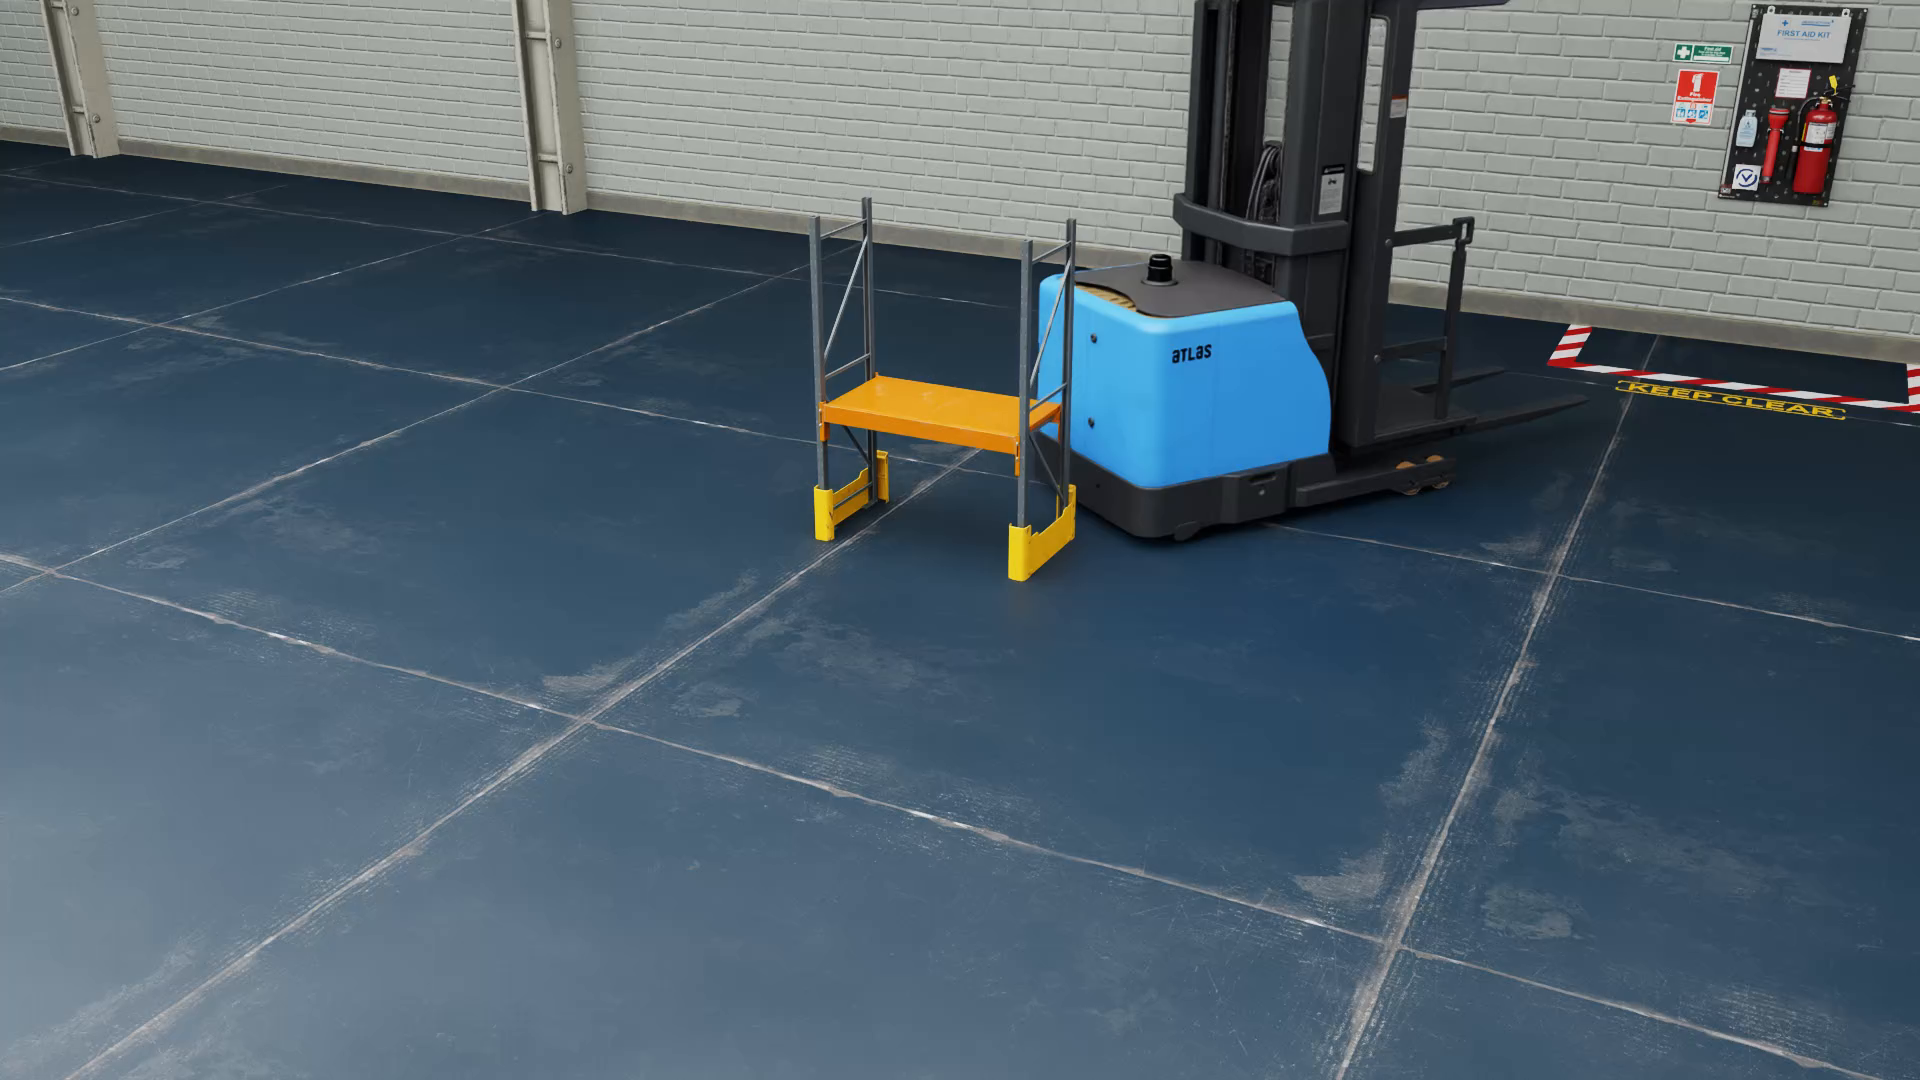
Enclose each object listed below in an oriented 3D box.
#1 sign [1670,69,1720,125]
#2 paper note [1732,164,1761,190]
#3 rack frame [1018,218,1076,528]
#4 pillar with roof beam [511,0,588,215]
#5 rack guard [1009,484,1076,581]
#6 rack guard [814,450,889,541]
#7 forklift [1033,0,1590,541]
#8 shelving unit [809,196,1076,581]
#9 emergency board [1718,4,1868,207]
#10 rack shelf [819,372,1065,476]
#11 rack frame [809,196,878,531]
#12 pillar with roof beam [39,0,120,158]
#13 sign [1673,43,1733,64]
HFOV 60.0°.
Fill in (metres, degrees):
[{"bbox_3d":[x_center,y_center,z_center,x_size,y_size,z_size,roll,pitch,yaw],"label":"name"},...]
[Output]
[{"bbox_3d":[4.577,-2.758,10.357,0.234,0.329,0.001,11,25,25],"label":"sign"},{"bbox_3d":[4.897,-2.258,10.353,0.142,0.148,0.016,11,25,25],"label":"paper note"},{"bbox_3d":[0.378,-0.615,7.281,0.032,1.500,0.500,11,25,25],"label":"rack frame"},{"bbox_3d":[-5.440,-5.535,9.266,0.400,9.000,9.100,11,25,25],"label":"pillar with roof beam"},{"bbox_3d":[0.376,-0.041,7.526,0.087,0.250,0.587,11,25,25],"label":"rack guard"},{"bbox_3d":[-0.512,-0.216,7.940,0.087,0.250,0.587,11,25,25],"label":"rack guard"},{"bbox_3d":[1.912,-1.739,8.093,3.031,2.935,1.130,-12,26,-26],"label":"forklift"},{"bbox_3d":[-0.068,-0.704,7.488,1.083,1.500,0.587,11,25,25],"label":"shelving unit"},{"bbox_3d":[5.024,-2.608,10.050,0.643,1.169,0.194,11,25,25],"label":"emergency board"},{"bbox_3d":[-0.076,-0.540,7.562,1.000,0.185,0.538,11,25,25],"label":"rack shelf"},{"bbox_3d":[-0.530,-0.795,7.703,0.032,1.500,0.500,11,25,25],"label":"rack frame"},{"bbox_3d":[-10.794,-6.594,11.757,0.400,9.000,9.100,11,25,25],"label":"pillar with roof beam"},{"bbox_3d":[4.577,-2.998,10.244,0.331,0.109,0.001,11,25,25],"label":"sign"}]
